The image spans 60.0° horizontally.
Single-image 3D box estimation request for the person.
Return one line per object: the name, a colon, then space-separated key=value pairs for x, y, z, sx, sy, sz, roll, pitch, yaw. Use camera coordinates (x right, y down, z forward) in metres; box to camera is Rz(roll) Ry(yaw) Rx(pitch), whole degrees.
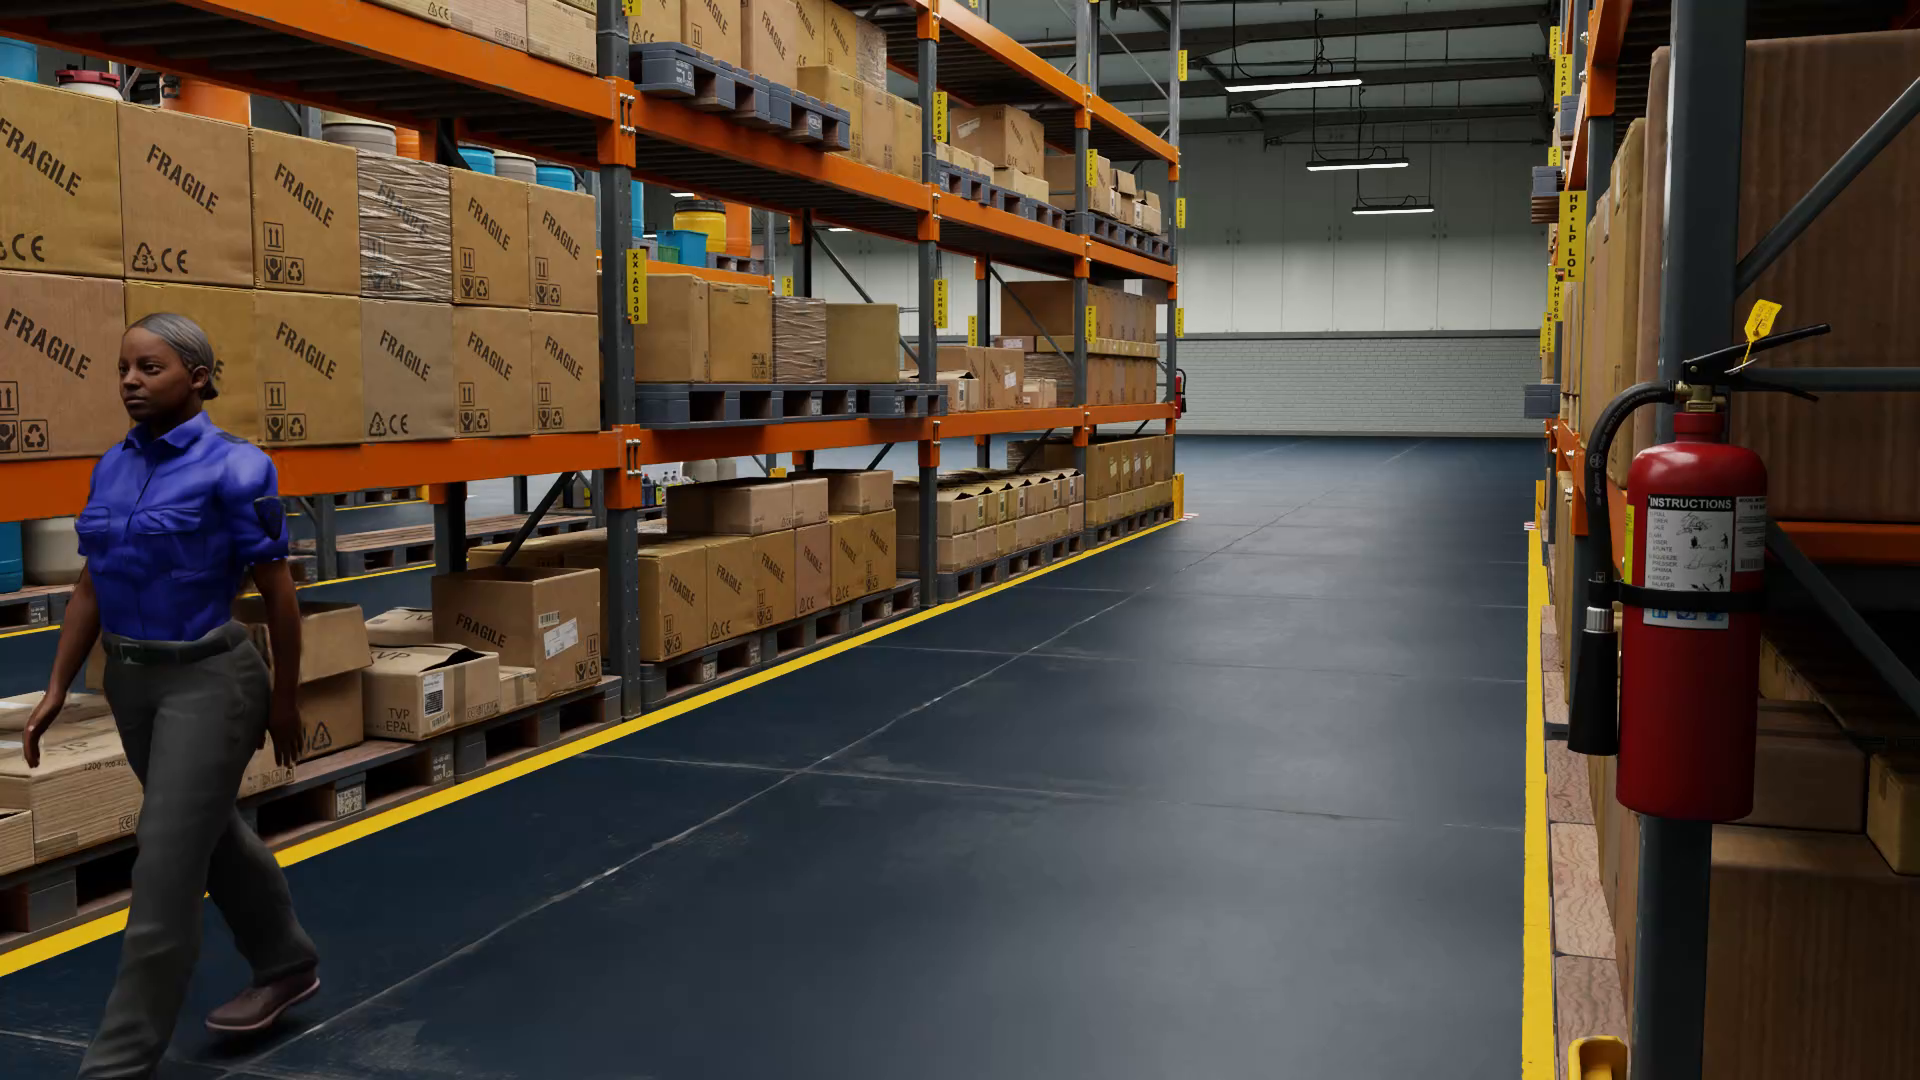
person: x=-1.663 y=0.292 z=3.531 sx=0.460 sy=1.541 sz=0.767 roll=2 pitch=6 yaw=22
